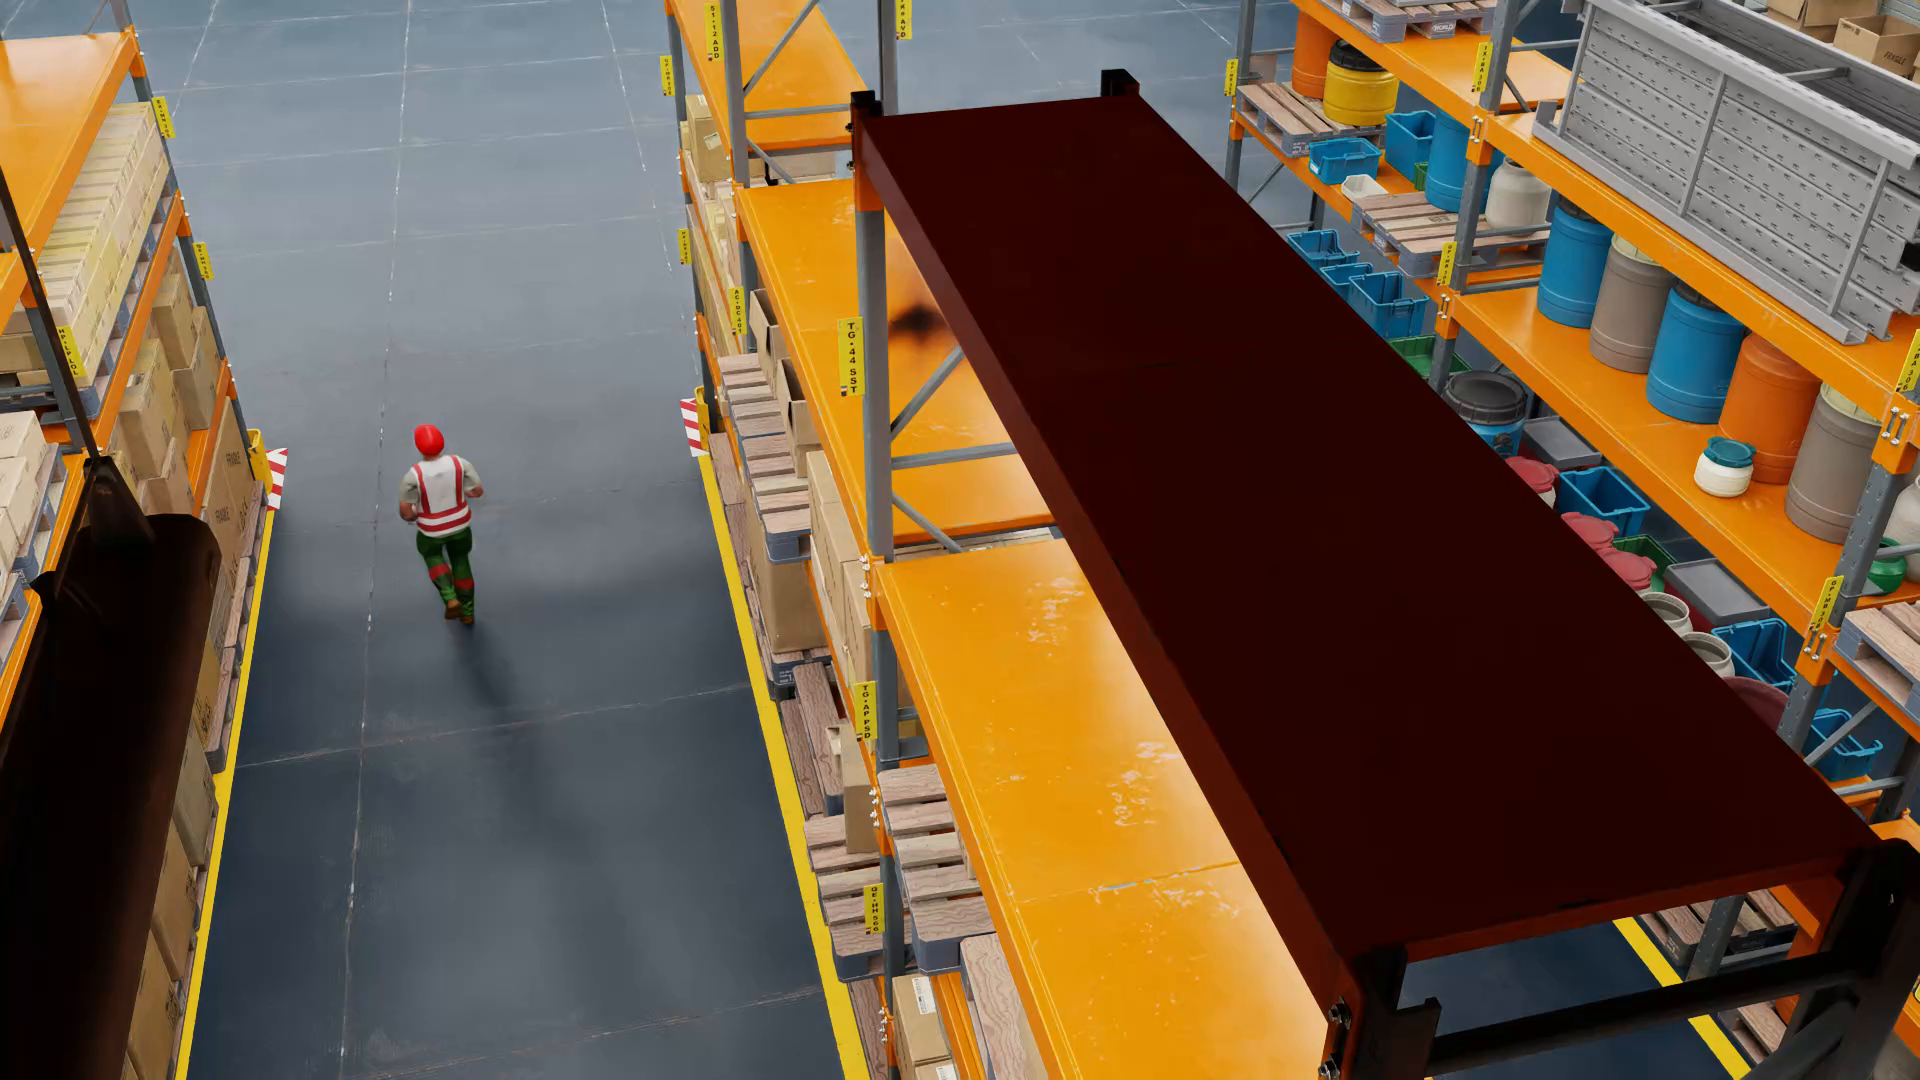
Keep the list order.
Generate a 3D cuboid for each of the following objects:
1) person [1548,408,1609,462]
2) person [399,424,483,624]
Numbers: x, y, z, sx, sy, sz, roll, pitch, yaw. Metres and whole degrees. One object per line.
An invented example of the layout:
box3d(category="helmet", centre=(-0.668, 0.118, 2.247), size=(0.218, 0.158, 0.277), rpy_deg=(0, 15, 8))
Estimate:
box3d(category="person", centre=(5.493, -1.476, 14.680), size=(0.665, 1.808, 0.945), rpy_deg=(-12, 36, -17))
box3d(category="person", centre=(-3.930, -0.104, 12.694), size=(0.648, 1.740, 0.424), rpy_deg=(-17, 38, -23))
